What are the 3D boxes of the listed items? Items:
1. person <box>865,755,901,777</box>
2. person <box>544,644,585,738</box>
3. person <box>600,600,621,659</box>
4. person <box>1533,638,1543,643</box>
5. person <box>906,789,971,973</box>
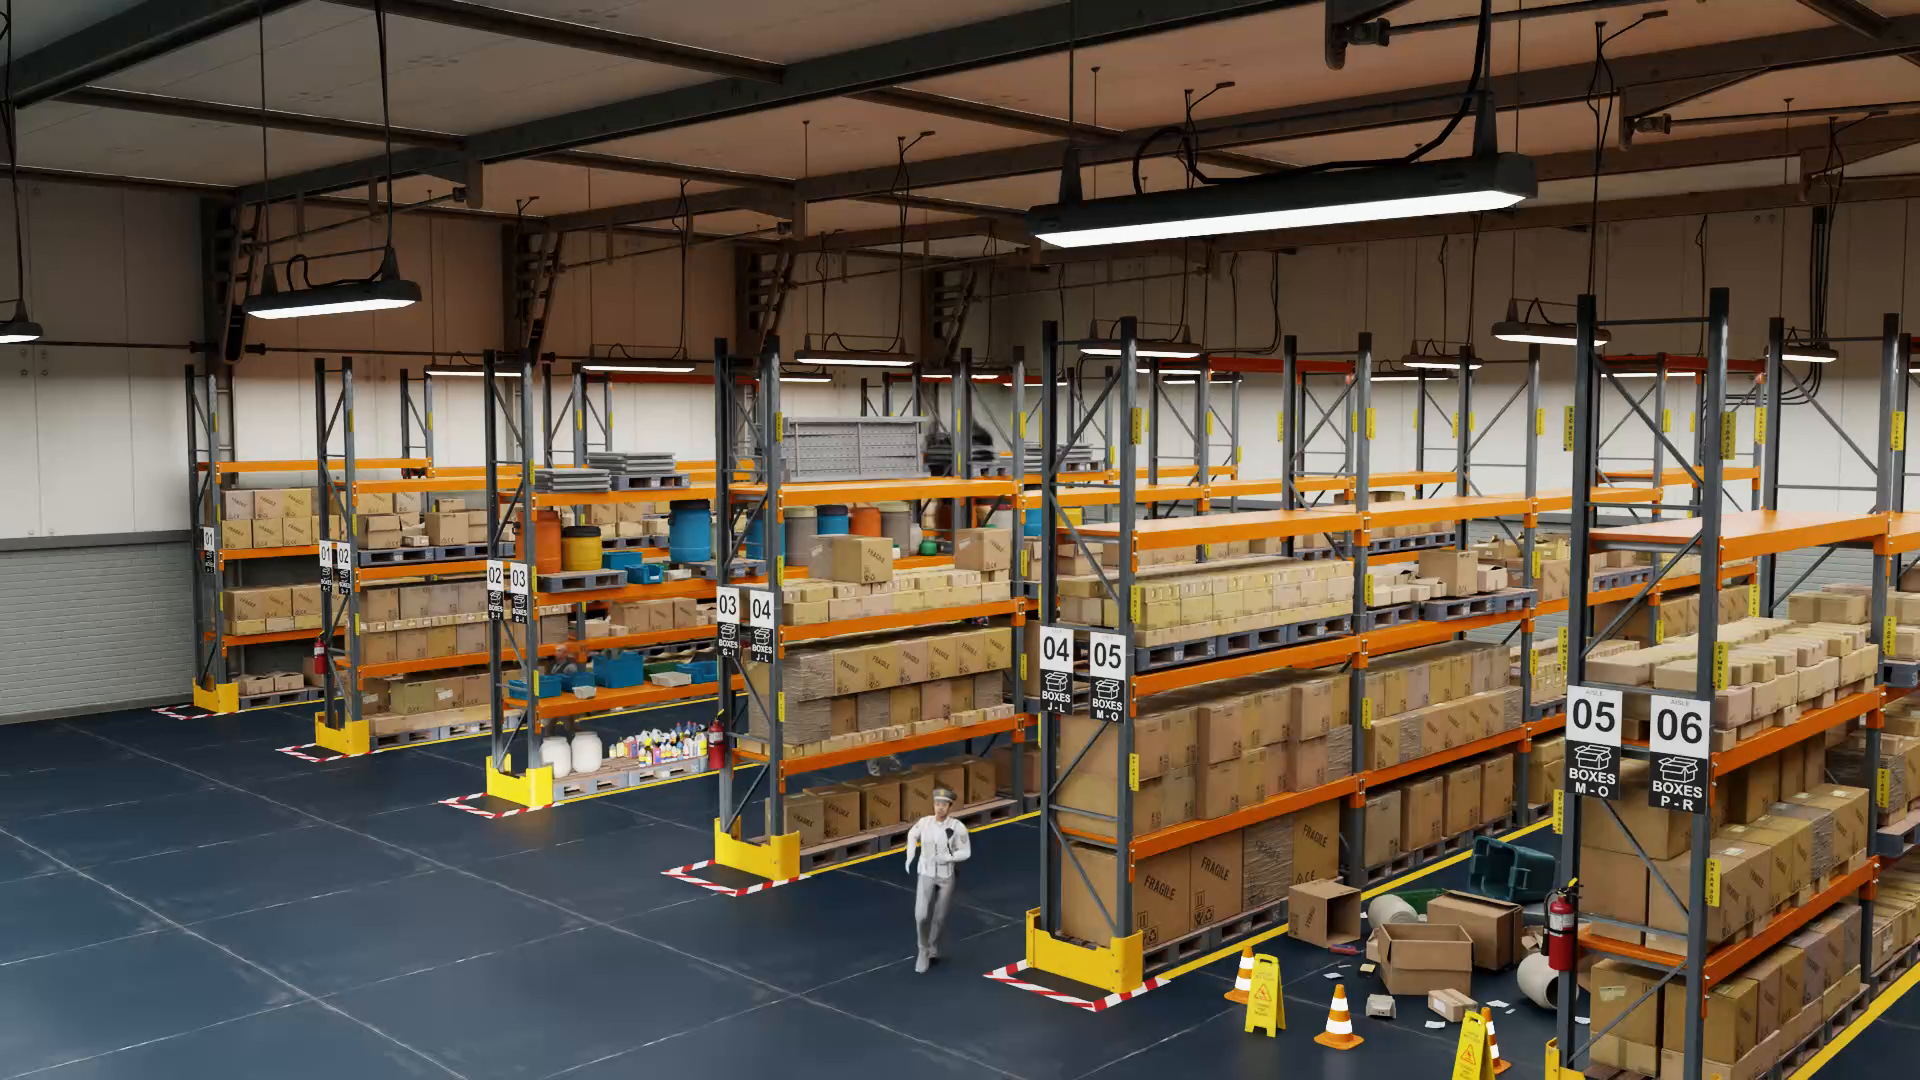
[{"bbox_3d":[-1.121,2.540,22.888,0.687,1.745,0.595,4,6,41],"label":"person"},{"bbox_3d":[-5.908,2.397,24.623,0.656,1.707,0.969,2,5,29],"label":"person"},{"bbox_3d":[-6.479,1.941,31.062,0.624,1.669,0.874,4,6,44],"label":"person"},{"bbox_3d":[8.967,2.367,25.643,0.862,1.707,0.554,-4,6,-43],"label":"person"},{"bbox_3d":[-0.202,3.161,15.477,0.607,1.728,0.618,0,4,1],"label":"person"}]
